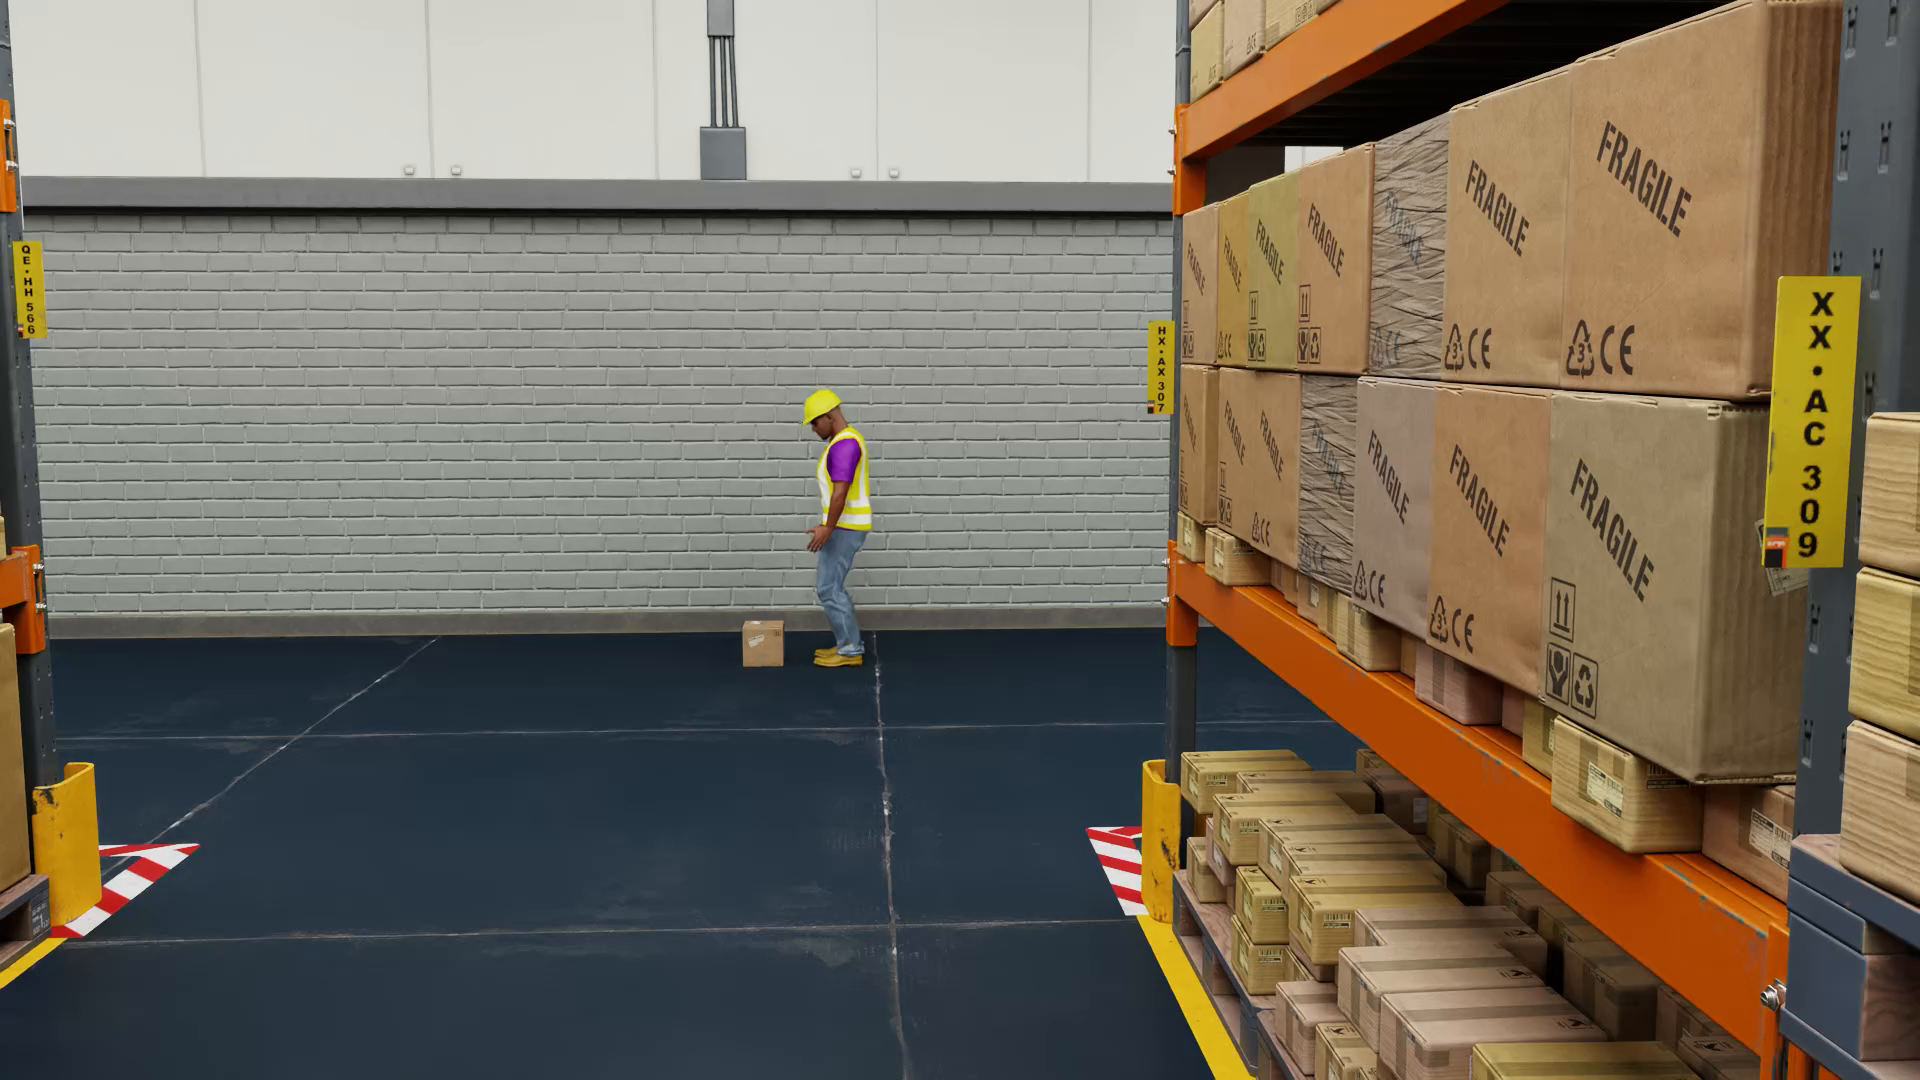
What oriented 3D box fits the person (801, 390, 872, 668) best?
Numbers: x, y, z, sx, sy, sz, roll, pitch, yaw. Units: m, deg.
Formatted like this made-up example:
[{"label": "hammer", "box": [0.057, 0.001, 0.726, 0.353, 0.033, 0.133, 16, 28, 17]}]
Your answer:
[{"label": "person", "box": [-0.772, -0.076, 10.455, 0.437, 1.725, 0.588, 0, 7, -2]}]
